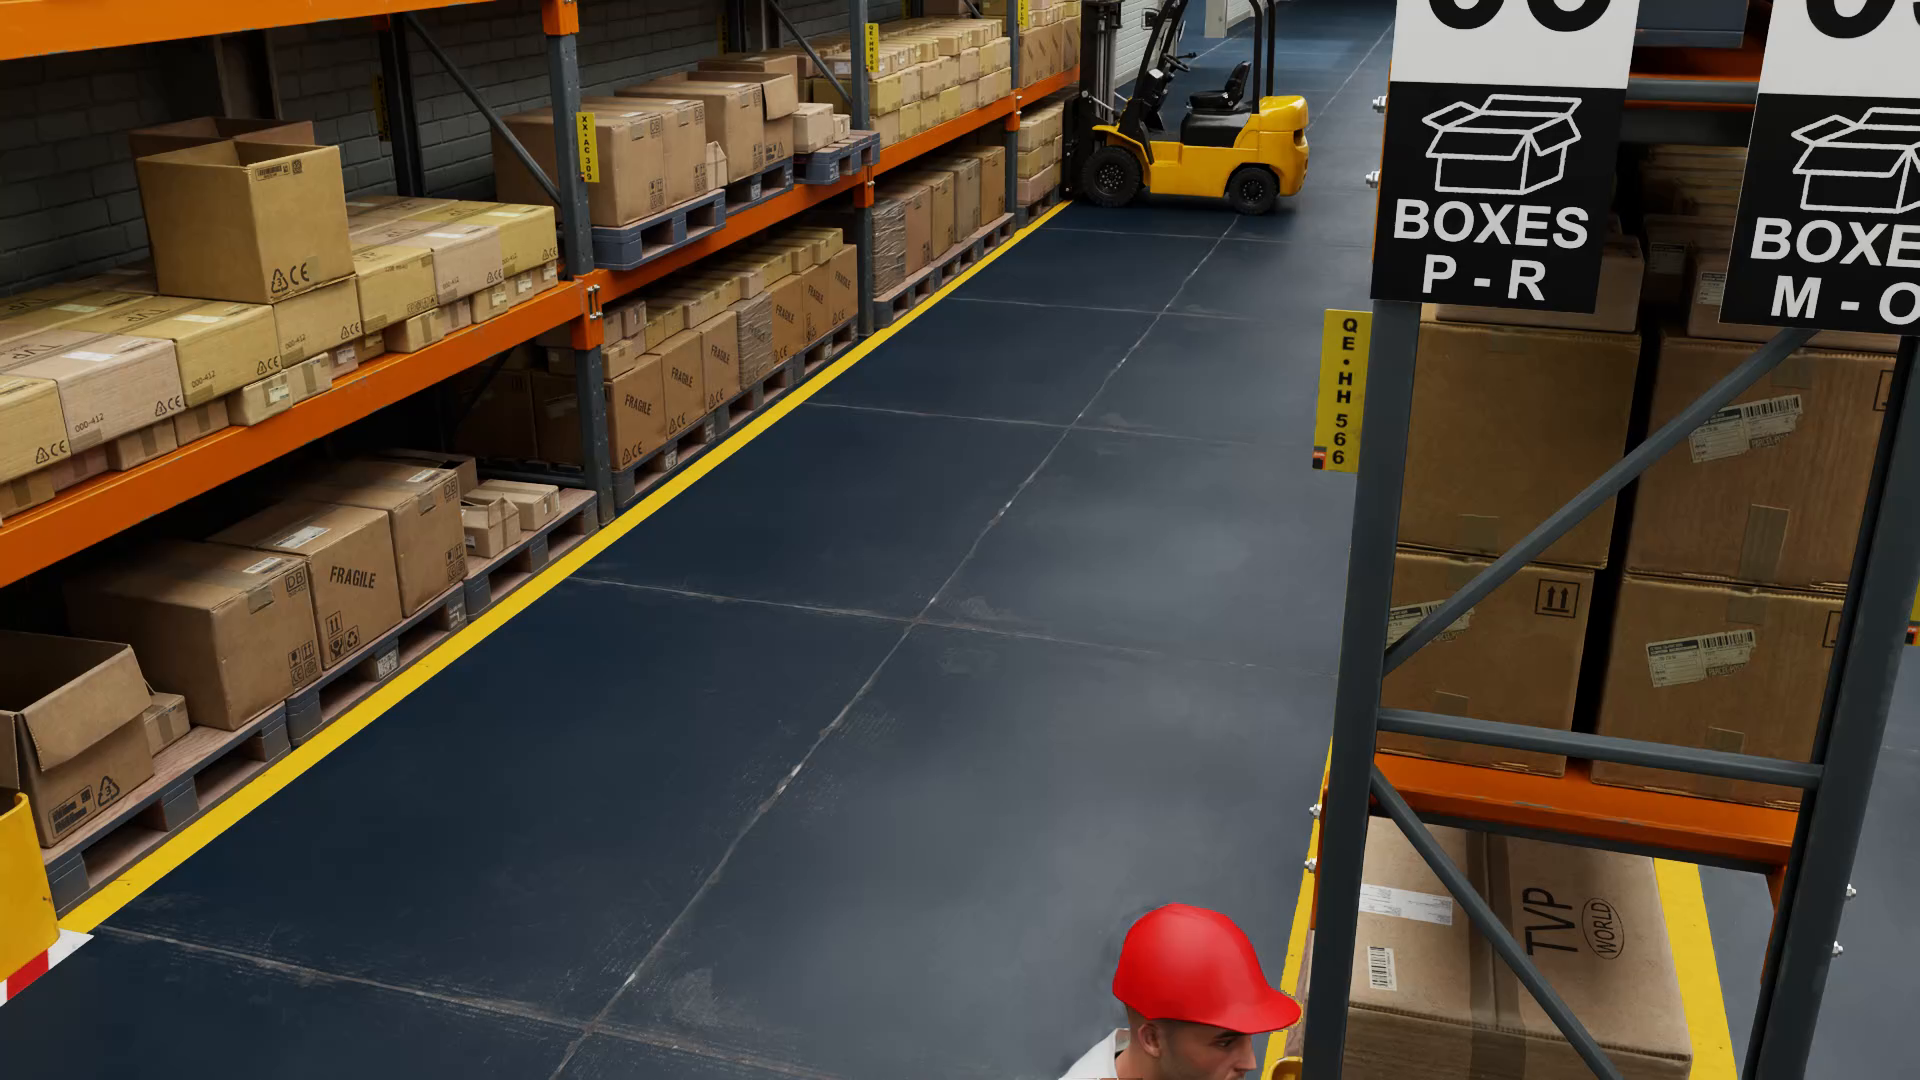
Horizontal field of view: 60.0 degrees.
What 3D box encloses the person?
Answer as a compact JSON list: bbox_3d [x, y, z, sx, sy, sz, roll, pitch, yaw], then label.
[{"bbox_3d":[0.195,1.368,2.660,1.054,1.732,0.667,16,27,34],"label":"person"}]
